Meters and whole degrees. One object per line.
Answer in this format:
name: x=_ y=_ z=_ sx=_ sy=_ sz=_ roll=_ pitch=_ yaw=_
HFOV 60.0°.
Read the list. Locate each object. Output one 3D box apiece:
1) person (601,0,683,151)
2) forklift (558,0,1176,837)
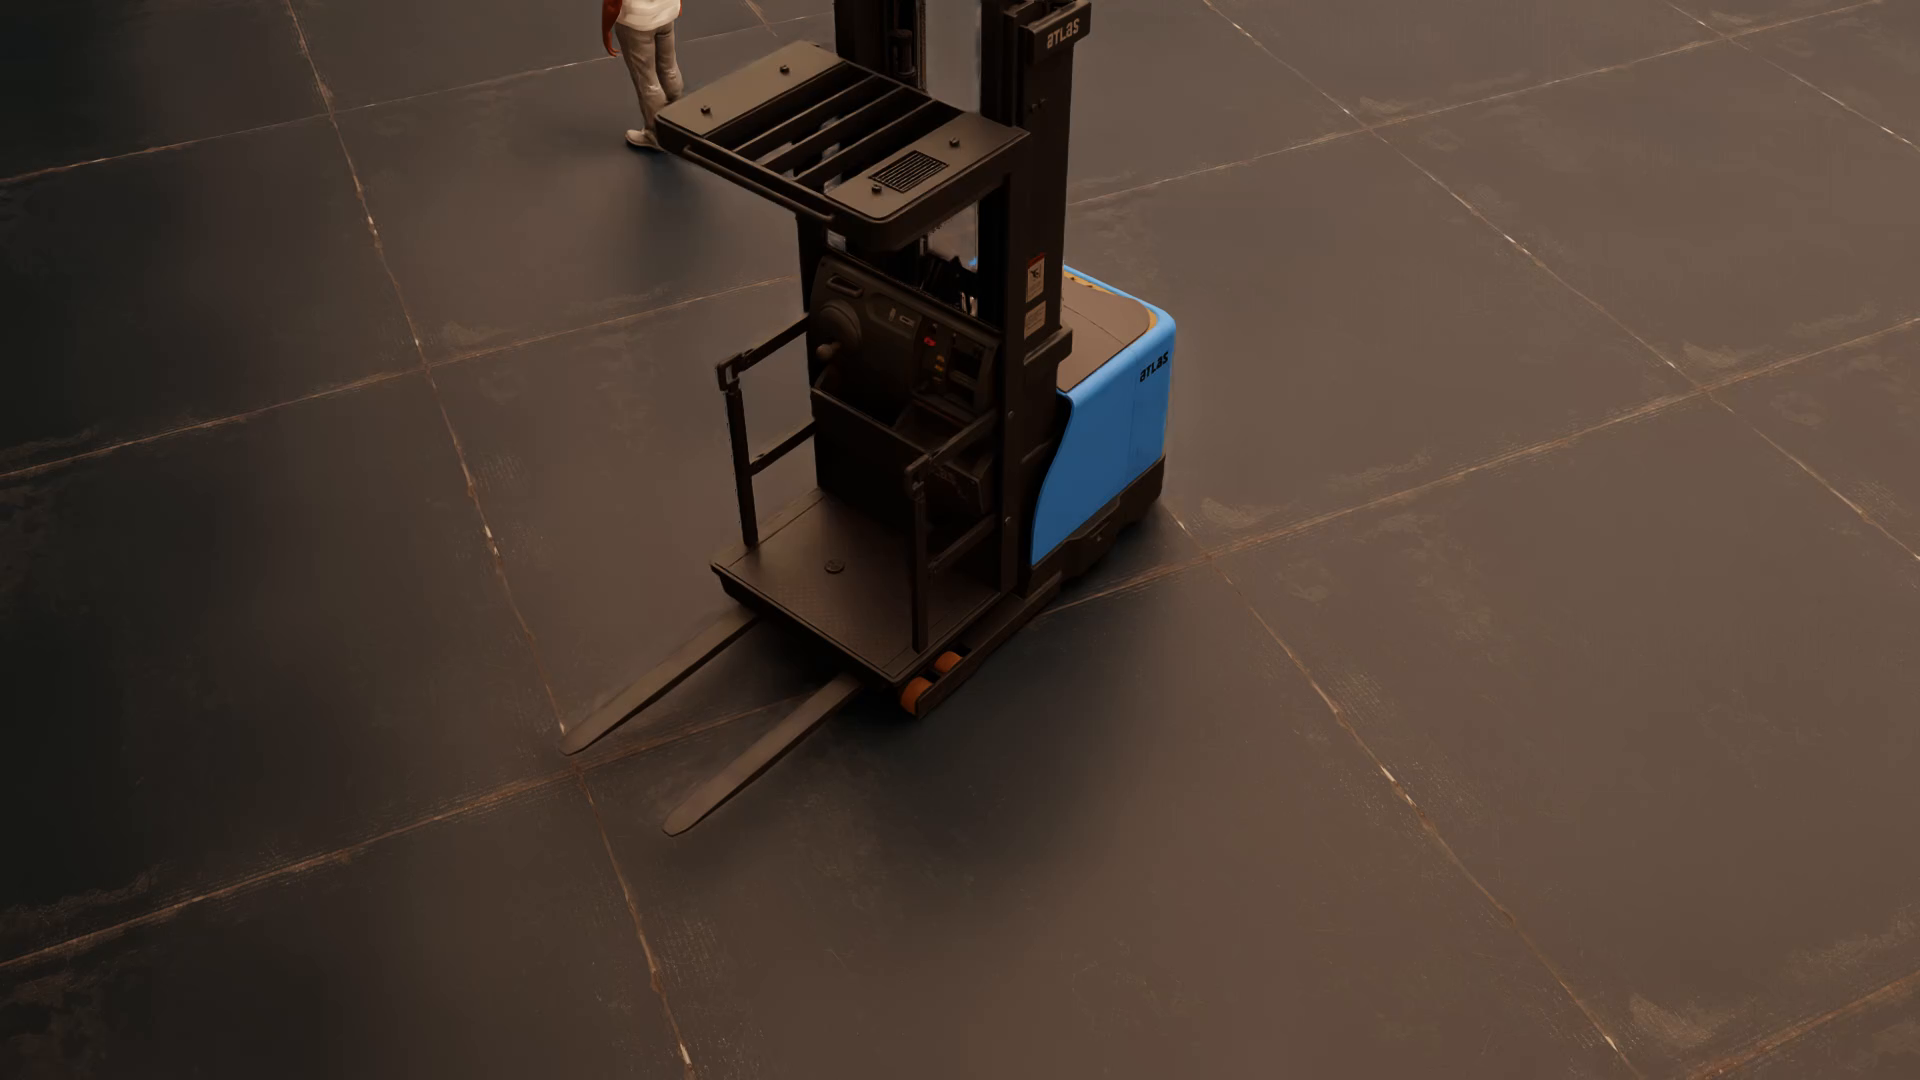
person: x=-1.925 y=-3.158 z=9.909 sx=0.570 sy=1.767 sz=0.665 roll=27 pitch=49 yaw=26
forklift: x=-0.369 y=-0.719 z=6.450 sx=1.130 sy=2.935 sz=3.031 roll=30 pitch=51 yaw=28
